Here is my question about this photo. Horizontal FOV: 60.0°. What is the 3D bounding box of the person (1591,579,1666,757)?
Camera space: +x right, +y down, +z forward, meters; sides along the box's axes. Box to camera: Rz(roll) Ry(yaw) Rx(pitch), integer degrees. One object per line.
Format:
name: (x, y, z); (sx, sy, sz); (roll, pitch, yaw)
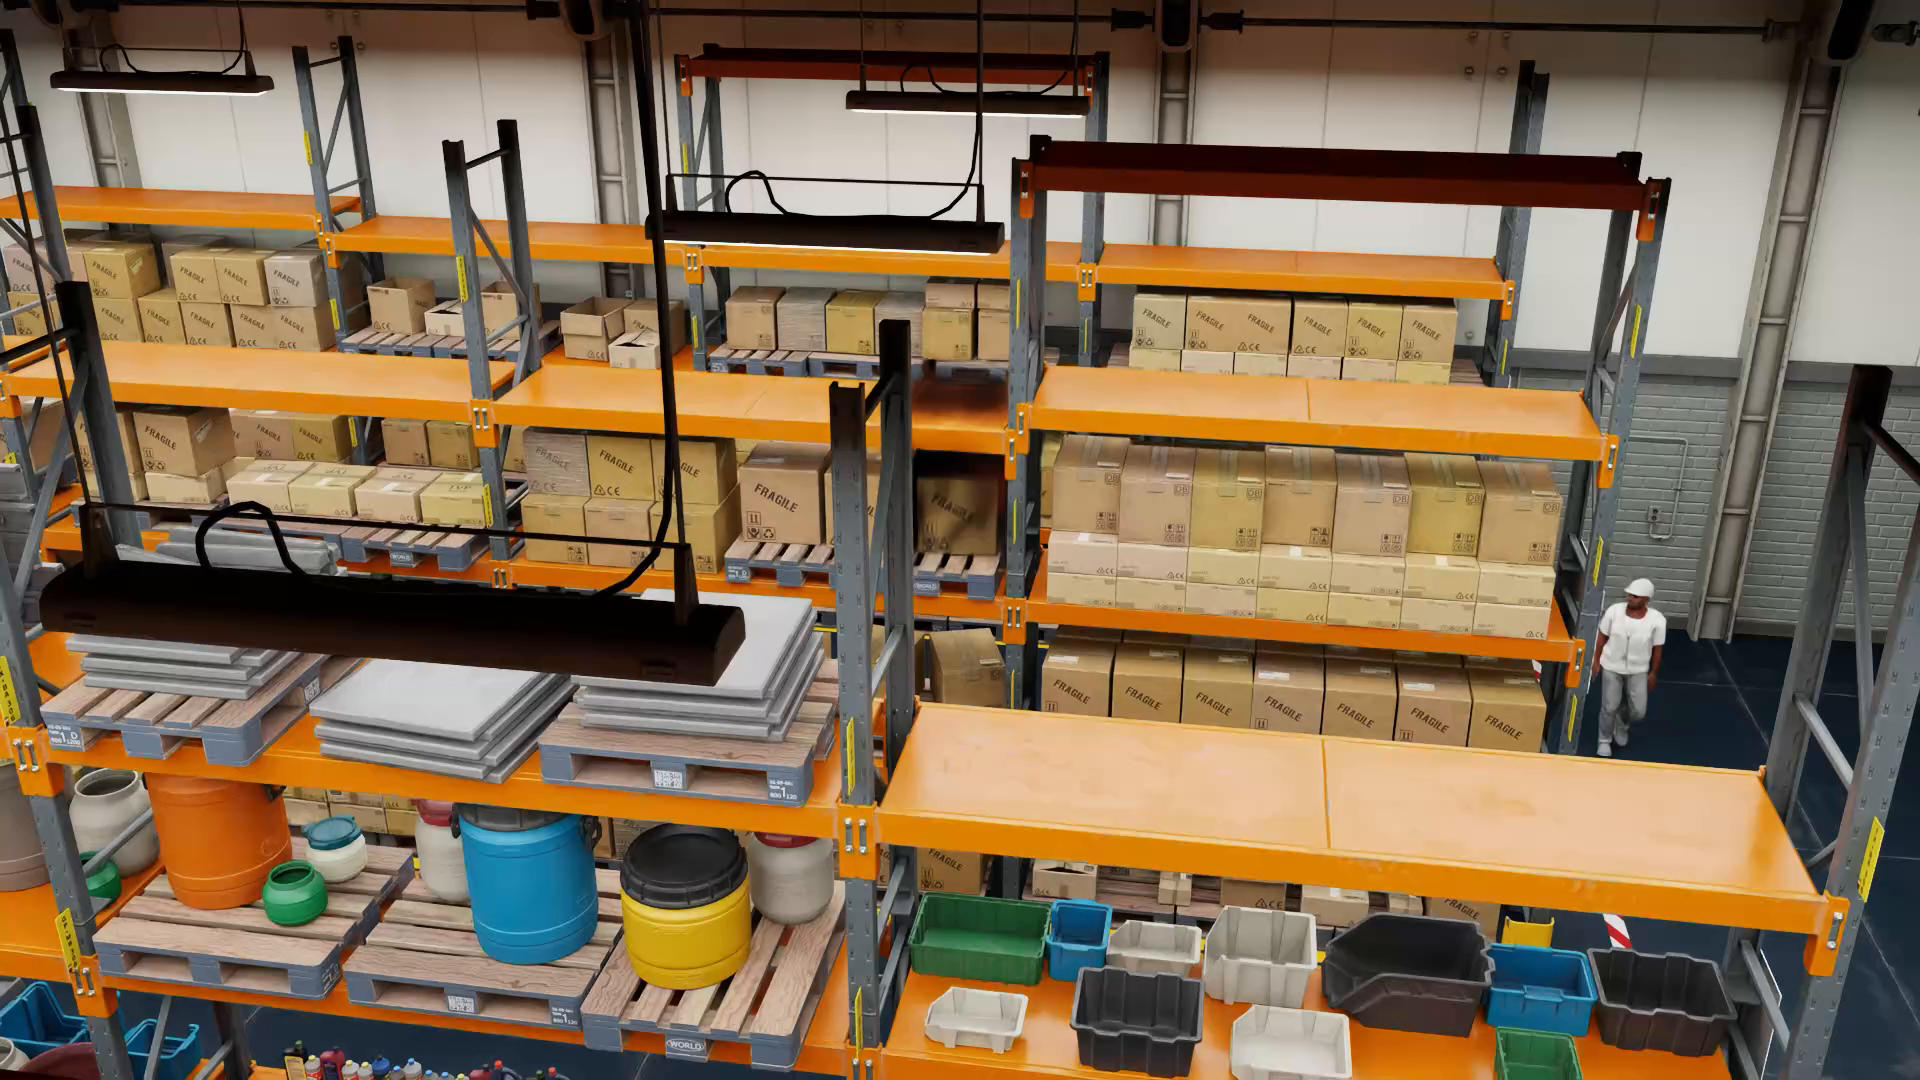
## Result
person: (6.118, 1.176, 15.291); (0.591, 1.751, 0.497); (5, 24, 11)
